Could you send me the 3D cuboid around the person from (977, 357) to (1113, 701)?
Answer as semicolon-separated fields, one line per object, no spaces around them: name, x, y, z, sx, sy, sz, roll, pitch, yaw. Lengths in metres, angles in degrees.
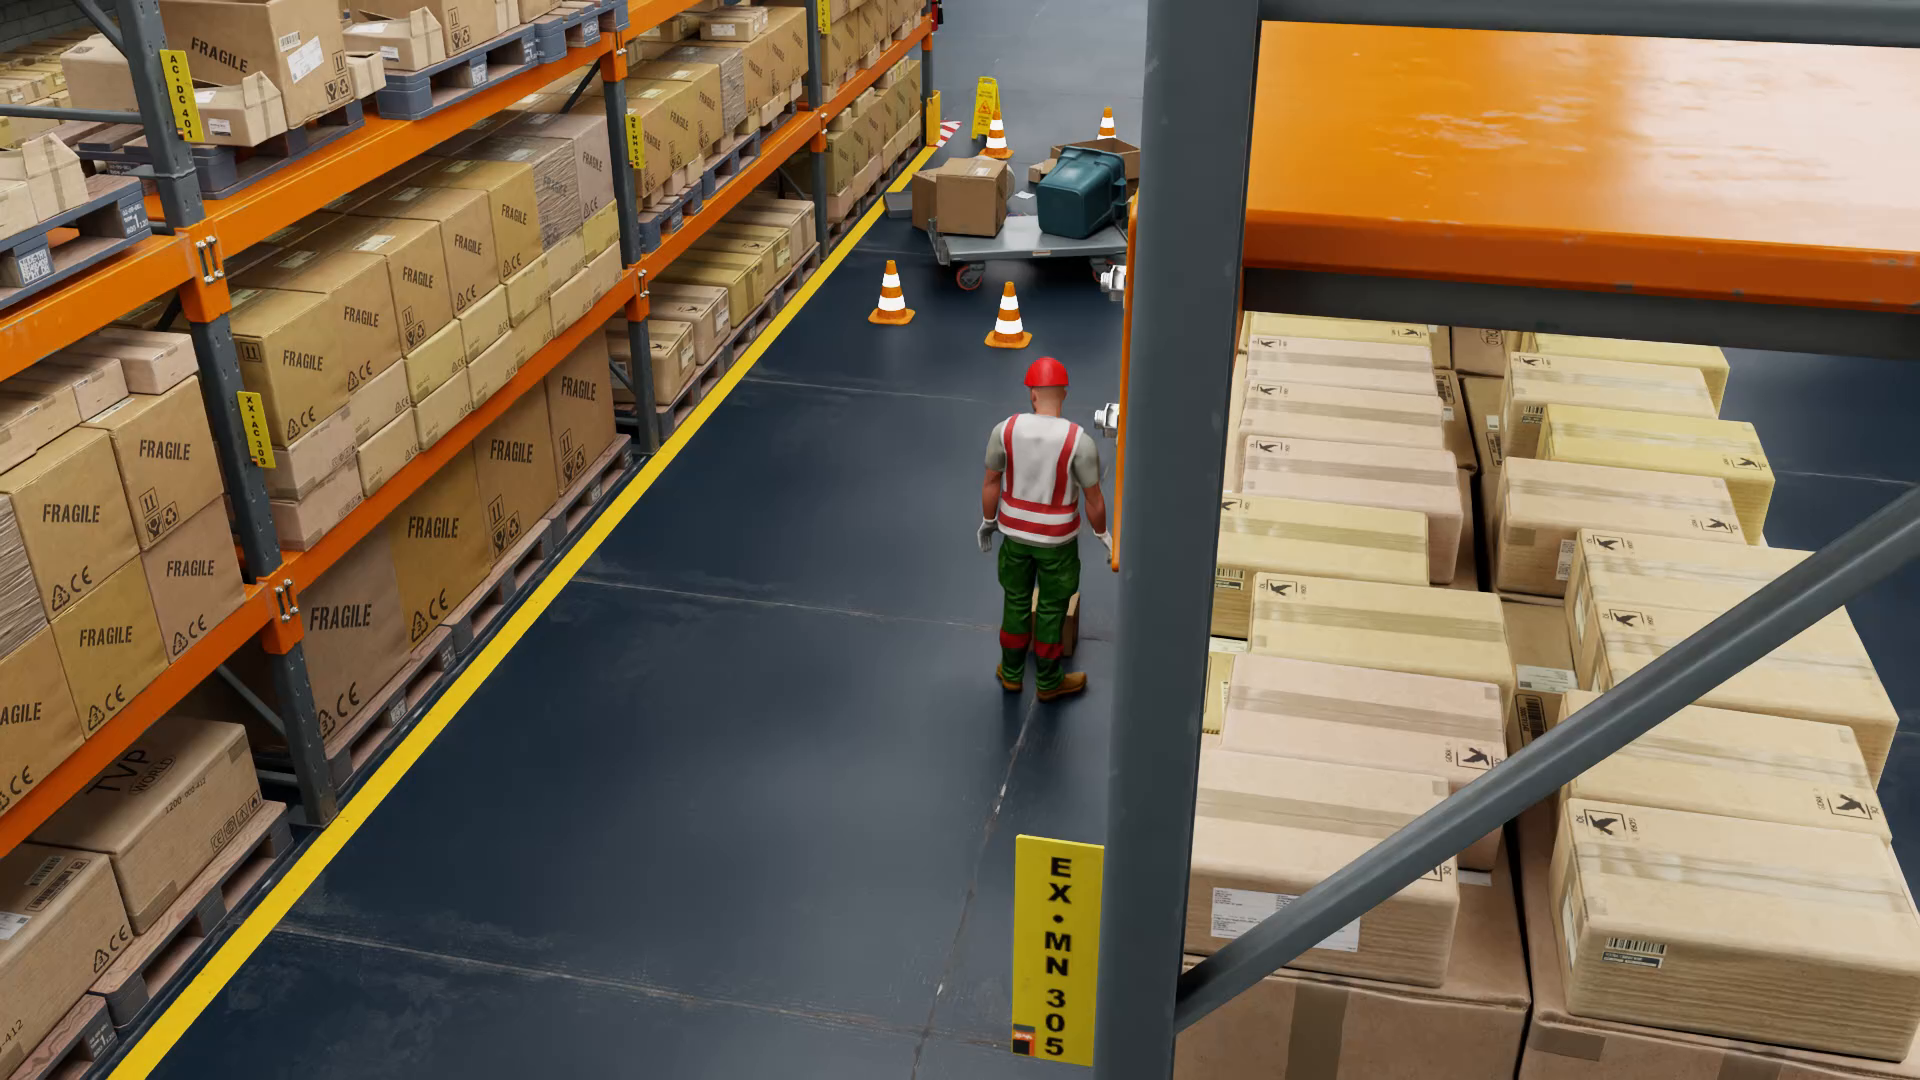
person;0.423;-0.025;8.132;0.659;1.796;0.386;12;31;21
